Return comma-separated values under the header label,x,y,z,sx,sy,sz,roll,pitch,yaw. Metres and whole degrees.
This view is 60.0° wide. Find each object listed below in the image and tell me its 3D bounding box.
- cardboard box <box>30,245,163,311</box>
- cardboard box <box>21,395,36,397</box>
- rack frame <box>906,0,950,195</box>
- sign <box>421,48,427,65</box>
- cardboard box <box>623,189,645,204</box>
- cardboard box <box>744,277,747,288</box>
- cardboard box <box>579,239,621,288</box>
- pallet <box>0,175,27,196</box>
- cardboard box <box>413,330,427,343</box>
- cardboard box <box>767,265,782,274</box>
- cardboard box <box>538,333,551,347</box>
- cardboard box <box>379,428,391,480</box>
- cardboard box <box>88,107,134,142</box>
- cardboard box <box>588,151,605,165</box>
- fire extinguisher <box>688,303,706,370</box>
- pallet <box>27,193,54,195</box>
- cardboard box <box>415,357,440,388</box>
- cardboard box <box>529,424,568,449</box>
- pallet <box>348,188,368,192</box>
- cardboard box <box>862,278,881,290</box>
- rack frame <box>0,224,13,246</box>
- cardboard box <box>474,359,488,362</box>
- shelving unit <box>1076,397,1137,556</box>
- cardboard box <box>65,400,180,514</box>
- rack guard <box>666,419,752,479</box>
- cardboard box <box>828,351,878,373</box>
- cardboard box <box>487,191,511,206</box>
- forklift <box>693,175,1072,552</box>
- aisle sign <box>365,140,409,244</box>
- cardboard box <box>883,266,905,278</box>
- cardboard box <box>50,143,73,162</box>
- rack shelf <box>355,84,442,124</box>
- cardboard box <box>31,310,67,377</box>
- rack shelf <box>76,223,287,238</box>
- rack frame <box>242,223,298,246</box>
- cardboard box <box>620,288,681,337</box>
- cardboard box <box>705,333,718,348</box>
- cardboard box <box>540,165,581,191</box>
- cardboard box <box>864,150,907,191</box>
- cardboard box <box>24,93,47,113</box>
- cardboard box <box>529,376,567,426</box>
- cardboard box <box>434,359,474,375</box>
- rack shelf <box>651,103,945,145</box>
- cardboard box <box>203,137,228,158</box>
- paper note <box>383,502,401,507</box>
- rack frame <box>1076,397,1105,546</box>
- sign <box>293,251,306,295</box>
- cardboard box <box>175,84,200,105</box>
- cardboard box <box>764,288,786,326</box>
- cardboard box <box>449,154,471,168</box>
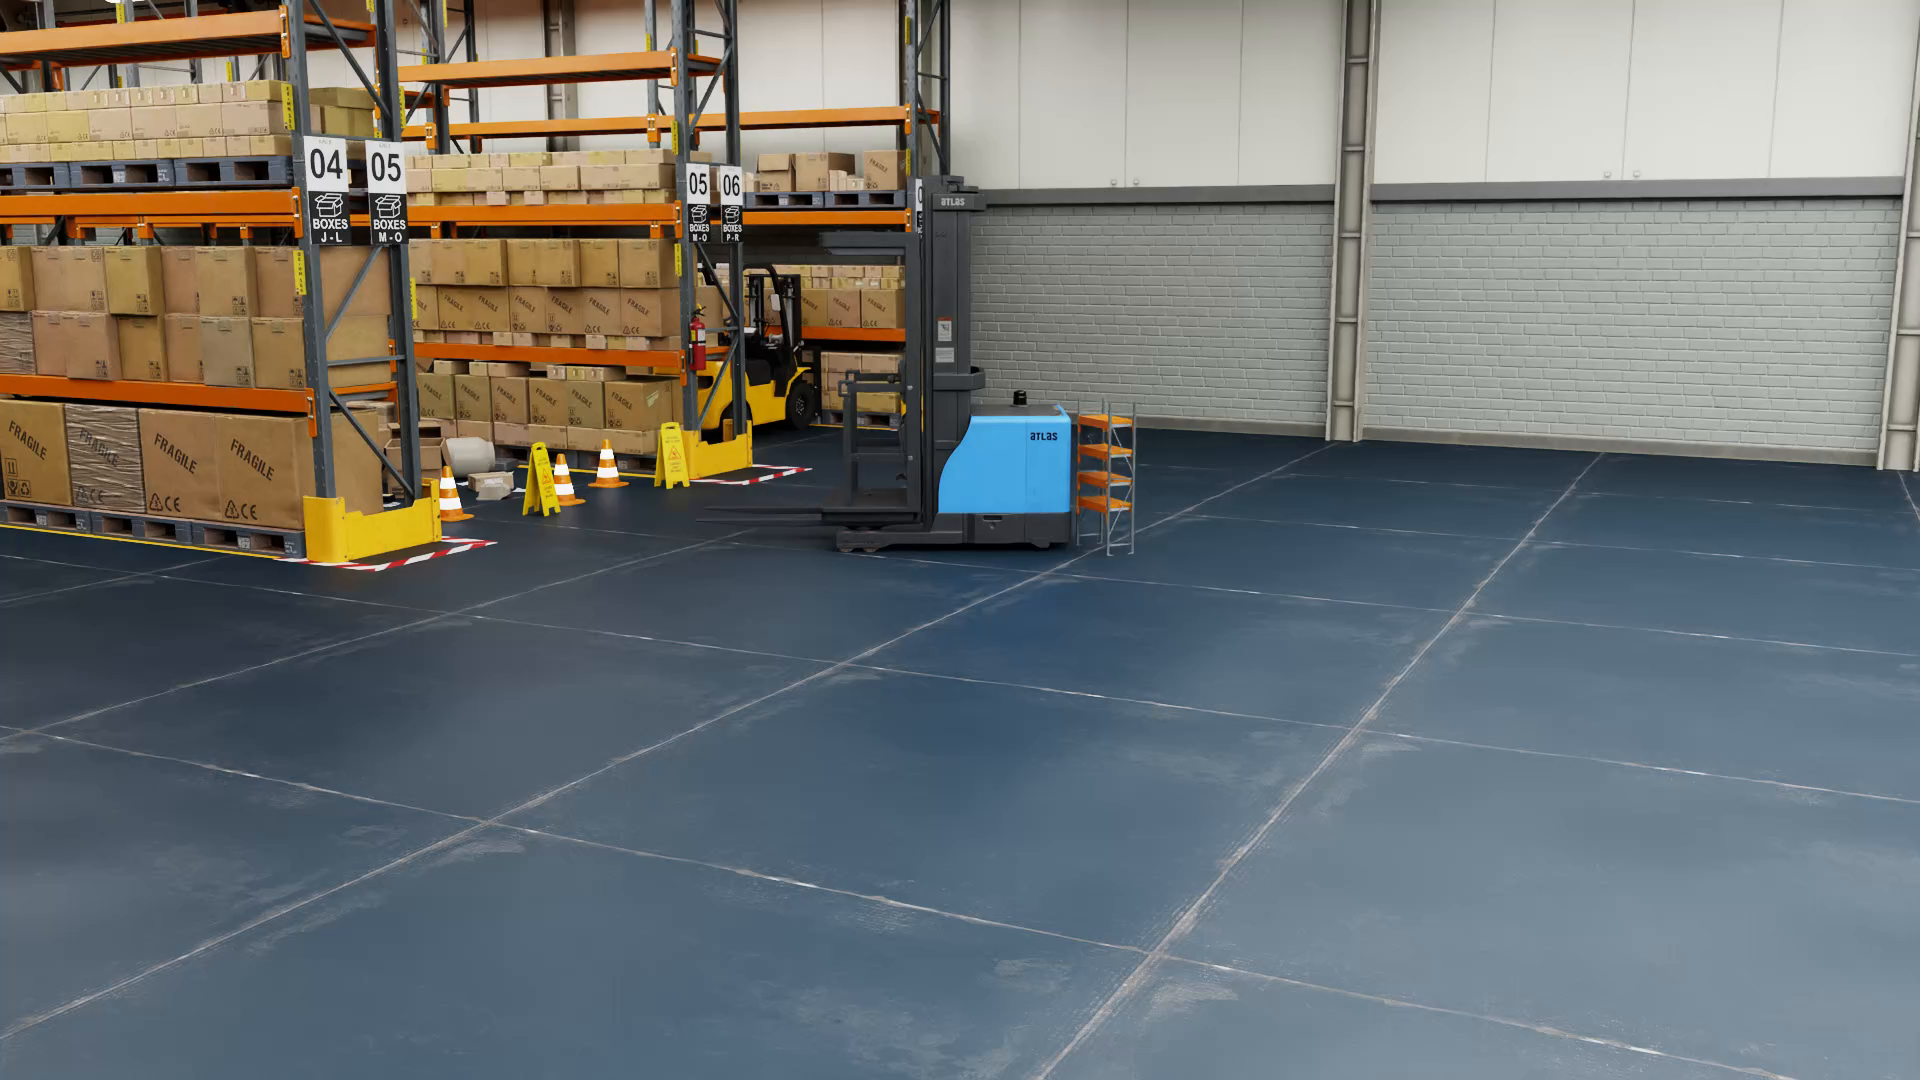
label,x,y,z,sx,sy,sz,roll,pitch,yaw
cardboard box,-7.418,-2.263,14.360,0.550,0.550,0.875,5,11,26
cardboard box,-11.948,-2.201,22.258,0.875,0.875,0.875,5,12,27
rack frame,-0.399,-5.946,21.315,0.127,3.000,1.000,5,11,26
sign,-7.804,-6.987,24.225,0.005,0.325,0.100,5,11,26
cardboard box,-3.273,-3.551,17.211,0.250,0.149,0.380,5,11,26
cardboard box,-2.914,-3.522,22.665,0.250,0.149,0.380,5,11,25
cardboard box,-3.597,-2.935,17.600,0.500,0.500,0.700,5,11,26
pallet,-9.122,-3.164,14.902,1.217,0.209,0.805,5,11,24
cardboard box,-6.038,-2.316,18.811,0.250,0.149,0.380,5,11,26
cardboard box,-2.410,-3.646,22.513,0.250,0.149,0.380,5,11,26
cardboard box,-4.384,-2.196,18.147,0.250,0.149,0.380,5,11,26
cardboard box,-6.129,-0.846,16.608,0.503,0.637,0.797,5,11,26
cardboard box,-6.604,-3.320,13.353,0.500,0.250,0.500,5,11,26
cardboard box,-3.682,-3.997,17.435,0.250,0.149,0.380,5,11,26
fire extinguisher,-2.693,-2.080,17.018,0.183,0.674,0.296,5,11,26
pallet,-11.371,-4.344,21.418,1.213,0.211,1.003,6,12,28
cardboard box,-8.047,-2.600,25.512,0.500,0.500,0.500,5,12,27
cardboard box,-4.368,-1.158,18.245,0.500,0.250,0.500,5,11,24
pallet,-6.685,-3.965,19.321,1.003,0.211,1.213,5,11,26
cardboard box,-1.076,-3.360,21.771,0.250,0.149,0.380,5,12,27
rack frame,-13.353,-3.146,22.692,0.127,3.000,1.000,5,11,26
cardboard box,-7.020,-2.611,25.223,0.625,0.625,0.875,5,12,28
shelving unit,1.155,-0.513,13.193,0.258,1.200,0.503,-5,11,-25
cardboard box,-6.935,-0.747,14.224,0.875,0.875,0.875,5,11,26
rack guard,-2.660,-0.977,17.723,0.348,0.500,1.175,5,11,26
cardboard box,-1.410,-2.365,22.110,0.500,0.250,0.500,5,12,27
cardboard box,-4.890,-3.689,17.973,0.250,0.149,0.380,5,11,25
forklift,-0.629,-1.441,13.463,3.031,2.935,1.130,0,10,-1
aisle sign,-4.495,-2.724,13.058,0.004,0.787,0.394,5,11,26
cardboard box,-0.813,-3.503,21.726,0.250,0.149,0.380,5,11,26
cardboard box,-7.189,-3.163,13.606,0.250,0.149,0.380,5,11,25
rack shelf,-7.972,-5.075,19.645,4.000,0.370,1.077,5,11,26
cardboard box,-7.439,-1.724,14.414,0.550,0.550,0.875,5,11,26
rack shelf,-12.954,-5.219,27.742,4.000,0.370,1.077,5,11,26
rack frame,-11.160,-3.939,27.074,0.127,3.000,1.000,5,11,26
cardboard box,-3.200,-2.395,17.425,0.500,0.500,0.500,5,11,25
cardboard box,-2.805,-2.137,17.820,0.250,0.149,0.380,5,11,26
cardboard box,-4.088,-3.827,17.614,0.500,0.250,0.500,5,12,27
cardboard box,-0.904,-4.771,21.505,0.500,0.500,0.500,5,12,28
cardboard box,-7.418,-3.575,13.646,0.250,0.149,0.380,5,11,25
cardboard box,-4.345,-1.526,18.177,0.500,0.500,0.500,5,11,24
cardboard box,-5.684,-1.949,18.689,0.250,0.149,0.380,5,11,27
rack shelf,-2.192,-5.553,22.285,4.000,0.370,1.077,5,11,26
cardboard box,-5.596,-3.023,12.832,0.250,0.149,0.380,5,11,27
paper note,-5.309,-0.332,15.483,0.144,0.017,0.142,-10,14,-43
rack frame,1.052,-0.552,13.411,0.240,1.200,0.015,-5,11,-25
sign,-4.944,-2.003,12.458,0.005,0.325,0.100,5,11,26
cardboard box,-5.830,-3.435,12.873,0.250,0.149,0.380,5,12,27
cardboard box,-2.333,-3.160,22.489,0.500,0.500,0.500,5,11,26
cardboard box,-5.338,-4.121,18.120,0.250,0.149,0.380,5,11,25
